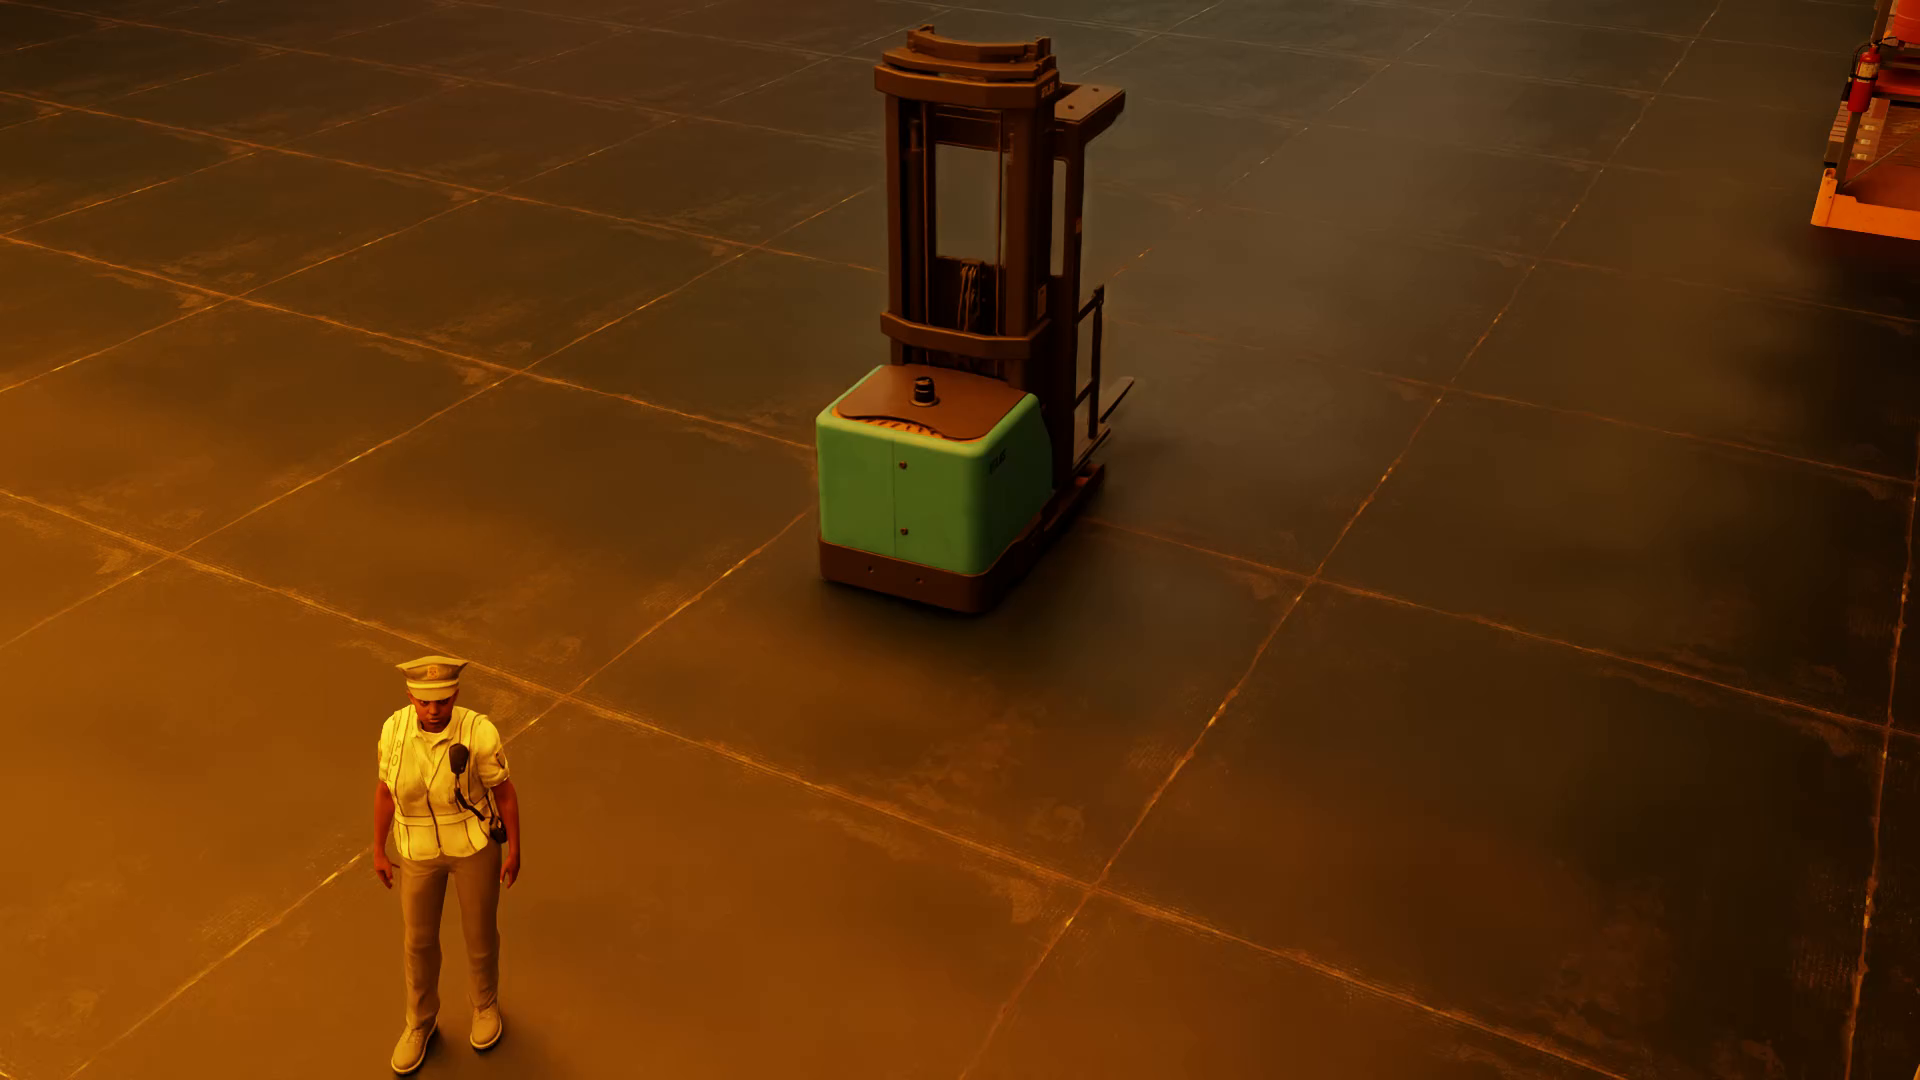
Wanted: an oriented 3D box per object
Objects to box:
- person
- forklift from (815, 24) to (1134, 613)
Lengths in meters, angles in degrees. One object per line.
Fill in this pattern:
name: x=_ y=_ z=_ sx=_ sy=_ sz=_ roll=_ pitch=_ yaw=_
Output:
person: x=-1.936 y=1.195 z=6.223 sx=0.569 sy=1.697 sz=0.528 roll=-2 pitch=30 yaw=-4
forklift: x=0.269 y=-1.582 z=9.812 sx=1.130 sy=2.935 sz=3.031 roll=13 pitch=32 yaw=21
